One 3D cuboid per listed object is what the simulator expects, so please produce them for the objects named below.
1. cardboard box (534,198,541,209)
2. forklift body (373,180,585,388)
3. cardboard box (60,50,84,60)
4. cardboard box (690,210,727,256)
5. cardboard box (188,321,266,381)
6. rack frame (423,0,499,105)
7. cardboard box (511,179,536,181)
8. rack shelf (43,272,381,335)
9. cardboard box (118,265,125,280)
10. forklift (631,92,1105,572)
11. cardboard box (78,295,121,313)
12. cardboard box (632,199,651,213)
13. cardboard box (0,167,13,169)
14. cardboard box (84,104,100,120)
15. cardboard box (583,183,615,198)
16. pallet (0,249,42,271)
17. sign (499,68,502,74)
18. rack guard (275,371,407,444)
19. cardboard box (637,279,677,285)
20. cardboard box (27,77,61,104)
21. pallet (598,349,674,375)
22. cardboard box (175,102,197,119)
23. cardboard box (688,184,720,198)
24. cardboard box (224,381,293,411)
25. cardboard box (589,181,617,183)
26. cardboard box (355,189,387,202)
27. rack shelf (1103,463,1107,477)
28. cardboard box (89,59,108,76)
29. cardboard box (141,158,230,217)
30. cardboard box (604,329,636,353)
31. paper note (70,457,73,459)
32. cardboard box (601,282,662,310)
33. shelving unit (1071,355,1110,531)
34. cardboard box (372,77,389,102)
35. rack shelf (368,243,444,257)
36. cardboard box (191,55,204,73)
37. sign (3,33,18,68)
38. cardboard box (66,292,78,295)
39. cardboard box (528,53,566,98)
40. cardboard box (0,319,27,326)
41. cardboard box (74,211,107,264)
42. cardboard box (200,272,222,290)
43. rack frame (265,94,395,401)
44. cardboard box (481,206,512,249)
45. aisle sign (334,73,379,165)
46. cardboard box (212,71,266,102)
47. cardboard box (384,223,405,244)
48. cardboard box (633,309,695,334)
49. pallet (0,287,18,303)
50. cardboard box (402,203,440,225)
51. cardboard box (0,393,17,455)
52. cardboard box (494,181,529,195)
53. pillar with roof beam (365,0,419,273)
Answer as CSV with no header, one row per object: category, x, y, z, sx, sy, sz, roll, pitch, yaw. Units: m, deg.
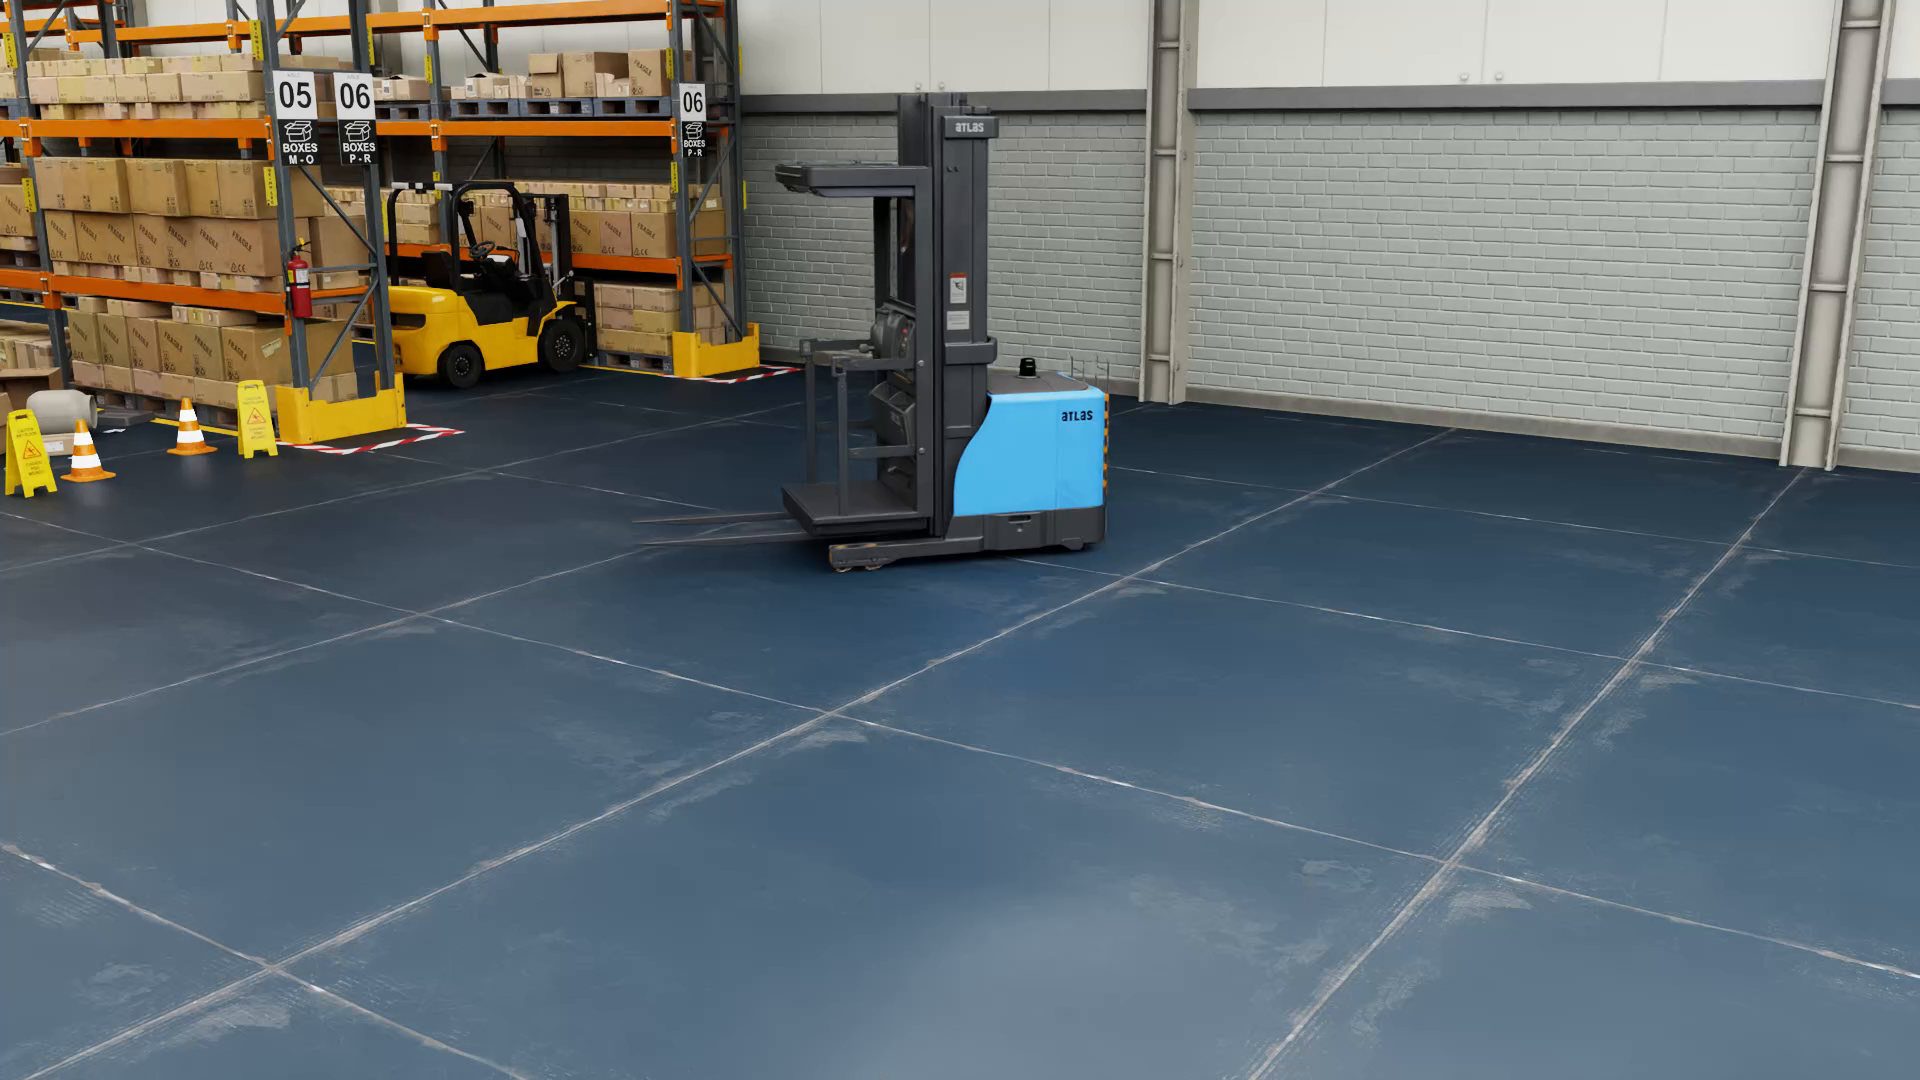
cardboard box,-4.978,-4.044,19.860,0.250,0.149,0.380,9,16,31
forklift body,-5.414,-2.896,18.544,1.214,2.155,2.313,9,17,33
cardboard box,-9.589,-5.016,17.500,0.500,0.250,0.500,9,16,32
cardboard box,-3.078,-3.587,19.364,0.500,0.500,0.500,10,17,35
cardboard box,-6.835,-1.785,15.578,0.500,0.500,0.500,10,17,35
rack frame,-6.141,-6.866,20.331,0.127,3.000,1.000,9,17,33
cardboard box,-5.523,-4.437,20.827,0.250,0.149,0.380,9,16,31
rack shelf,-7.249,-2.346,16.054,4.000,0.370,1.077,9,17,33
cardboard box,-7.926,-2.612,16.157,0.250,0.149,0.380,9,17,33
forklift,-0.617,-1.362,10.727,3.031,2.935,1.130,-4,14,-16
cardboard box,-8.499,-2.350,16.510,0.250,0.149,0.380,9,17,34
cardboard box,-3.495,-3.799,18.871,0.250,0.149,0.380,9,17,34
cardboard box,-10.713,-4.048,18.383,0.250,0.149,0.380,8,16,30
cardboard box,-8.148,-4.108,15.955,0.250,0.149,0.380,10,17,34
cardboard box,-4.134,-4.048,19.258,0.250,0.149,0.380,10,17,34
pallet,-9.461,-3.002,17.606,1.213,0.211,1.003,9,17,33
sign,-5.833,-5.810,21.067,0.005,0.325,0.100,9,17,33
rack guard,-5.652,-1.224,15.226,0.348,0.500,1.175,9,17,33
cardboard box,-3.532,-2.940,19.725,0.500,0.250,0.500,9,17,33
cardboard box,-8.696,-4.377,16.214,0.500,0.250,0.500,9,16,32
pallet,-3.480,-2.158,19.600,1.213,0.211,1.003,9,17,33
cardboard box,-6.874,-3.893,15.090,0.250,0.149,0.380,9,17,32
cardboard box,-2.982,-4.012,19.113,0.250,0.149,0.380,9,16,32
cardboard box,-6.430,-1.354,15.399,0.500,0.250,0.500,9,17,33
cardboard box,-4.249,-4.226,19.974,0.250,0.149,0.380,9,17,33
cardboard box,-7.625,-4.484,21.636,0.250,0.149,0.380,9,17,33
rack shelf,0.892,-0.504,11.547,0.180,0.103,0.258,-4,14,-16
cardboard box,-7.946,-4.447,15.667,0.250,0.149,0.380,9,16,31
cardboard box,-7.031,-3.247,15.291,0.500,0.500,0.700,9,16,32
cardboard box,-3.796,-2.355,19.441,0.500,0.250,0.500,9,17,33
paper note,-7.485,-0.716,14.150,0.142,0.019,0.148,3,14,14
cardboard box,-3.805,-2.838,19.314,0.500,0.250,0.500,10,17,34
shelving unit,0.892,-0.664,11.508,0.189,1.200,0.258,-4,14,-16
cardboard box,-7.515,-5.770,21.251,0.500,0.311,0.500,9,16,31
rack shelf,-7.801,-3.872,22.221,4.000,0.370,1.077,9,17,33
cardboard box,-6.631,-4.252,14.877,0.250,0.149,0.380,9,17,33
sign,-9.215,-4.750,16.132,0.005,0.325,0.100,9,17,33
cardboard box,-13.702,-3.967,25.922,0.258,0.266,0.396,10,17,35
cardboard box,-4.584,-5.430,19.476,0.637,0.503,0.797,10,17,35
cardboard box,-11.147,-2.253,18.776,0.625,0.372,0.950,9,16,32
cardboard box,-8.269,-2.979,16.288,0.500,0.500,0.500,9,17,33
cardboard box,-6.722,-2.391,15.264,0.250,0.149,0.380,10,17,34
rack frame,-5.589,-2.427,14.884,0.127,3.000,1.000,9,17,33
cardboard box,-5.477,-3.824,20.320,0.500,0.500,0.500,10,17,34
aisle sign,-5.365,-3.742,14.788,0.004,0.787,0.394,9,17,33
cardboard box,-6.164,-3.969,14.566,0.500,0.250,0.500,9,16,32
cardboard box,-7.126,-3.962,21.400,0.500,0.250,0.500,9,17,32
cardboard box,-3.401,-2.532,19.116,0.500,0.250,0.500,9,16,32
pallet,-15.373,-4.092,27.415,1.213,0.211,1.003,9,17,33
cardboard box,-6.691,-4.138,21.069,0.500,0.250,0.500,9,16,32
cardboard box,-8.460,-0.946,14.097,0.637,0.503,0.797,-1,14,-6
cardboard box,-5.402,-4.255,20.092,0.250,0.149,0.380,10,17,34
pillar with roof beam,-10.278,-6.549,19.050,0.400,9.000,9.100,9,17,33
